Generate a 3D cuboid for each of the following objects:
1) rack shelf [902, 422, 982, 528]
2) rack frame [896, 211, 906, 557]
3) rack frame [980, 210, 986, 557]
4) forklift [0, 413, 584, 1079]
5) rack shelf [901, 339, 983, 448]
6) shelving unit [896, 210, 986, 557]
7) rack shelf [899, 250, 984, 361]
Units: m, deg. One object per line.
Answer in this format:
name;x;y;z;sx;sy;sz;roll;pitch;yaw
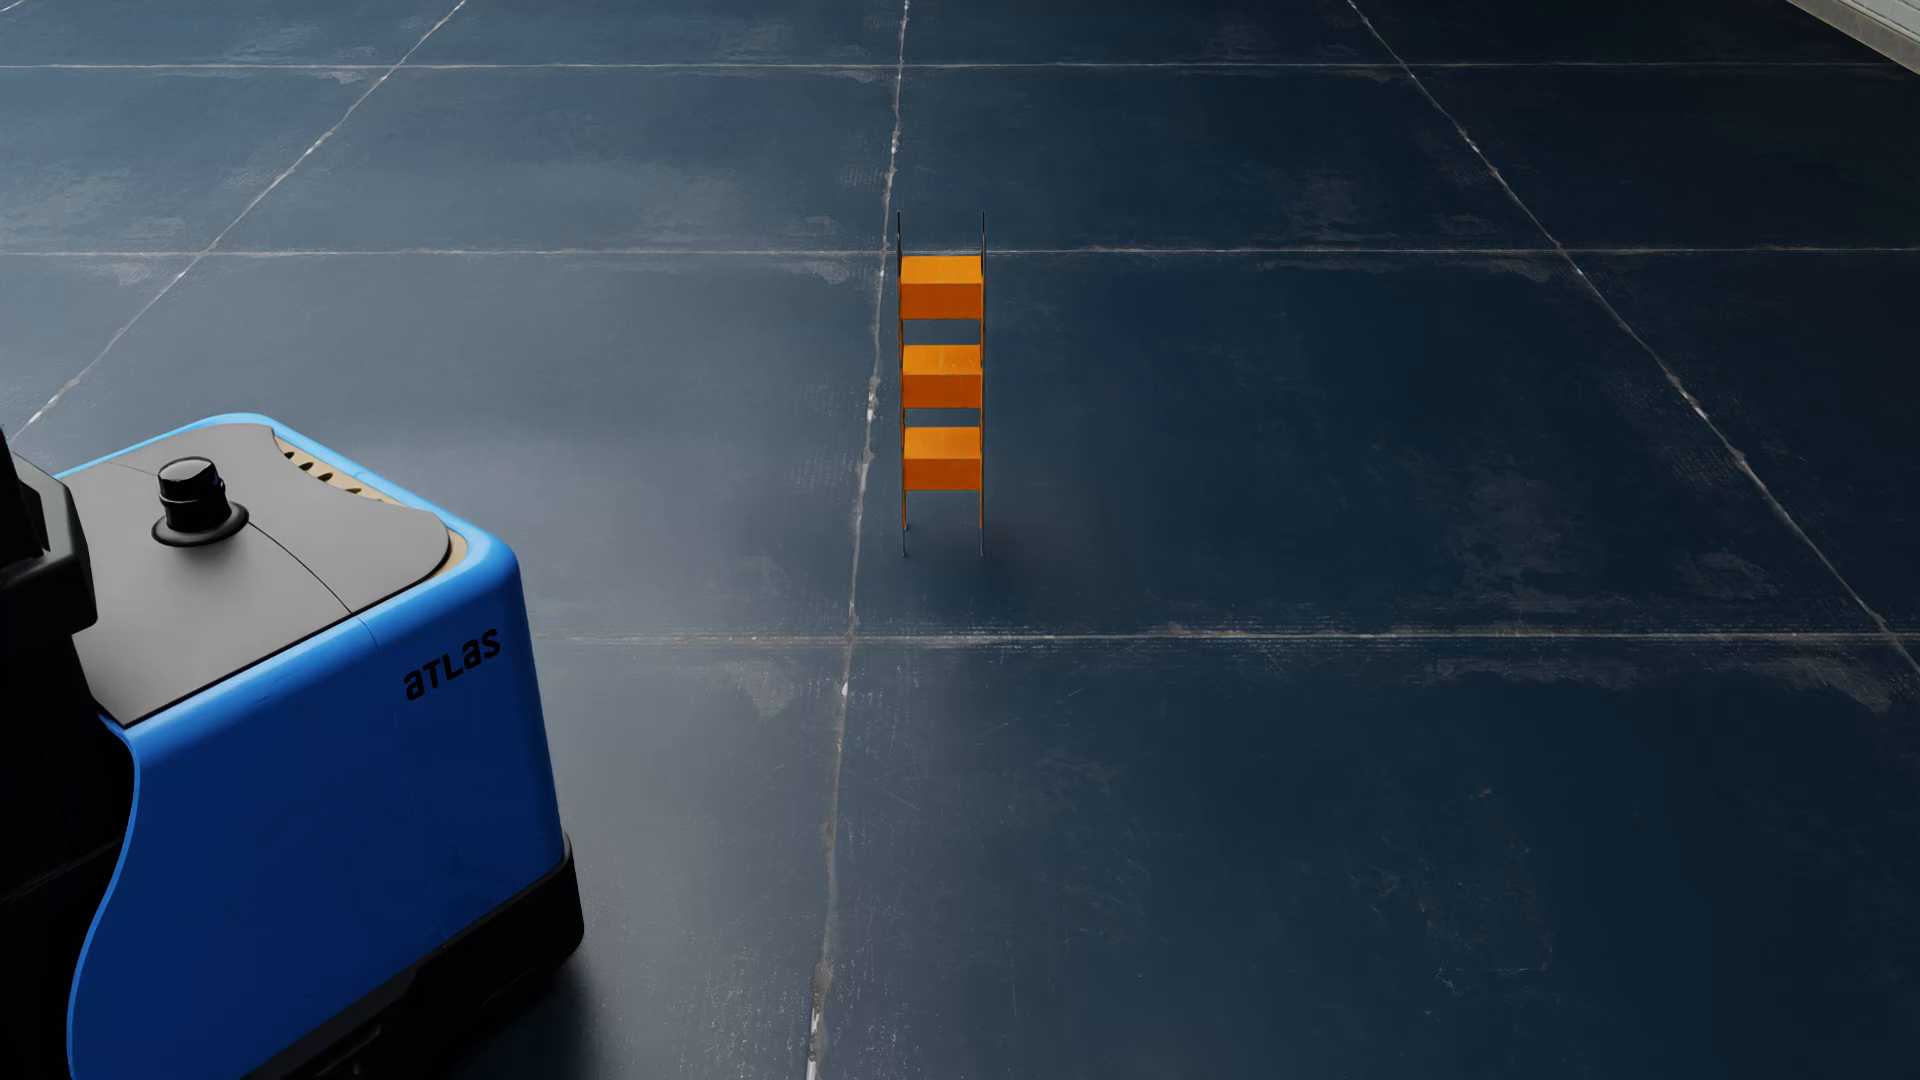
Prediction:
rack shelf;-0.054;-0.202;5.127;0.240;0.259;0.215;0;31;0
rack frame;-0.176;-0.448;4.977;0.008;1.050;0.200;0;31;0
rack frame;0.068;-0.449;4.978;0.008;1.050;0.200;0;31;0
forklift;-2.153;0.110;2.243;1.130;2.935;3.031;23;38;33
rack shelf;-0.054;-0.440;4.983;0.240;0.259;0.215;0;31;0
shelving unit;-0.054;-0.449;4.977;0.252;1.050;0.215;0;31;0
rack shelf;-0.054;-0.682;4.836;0.240;0.259;0.215;0;31;0
